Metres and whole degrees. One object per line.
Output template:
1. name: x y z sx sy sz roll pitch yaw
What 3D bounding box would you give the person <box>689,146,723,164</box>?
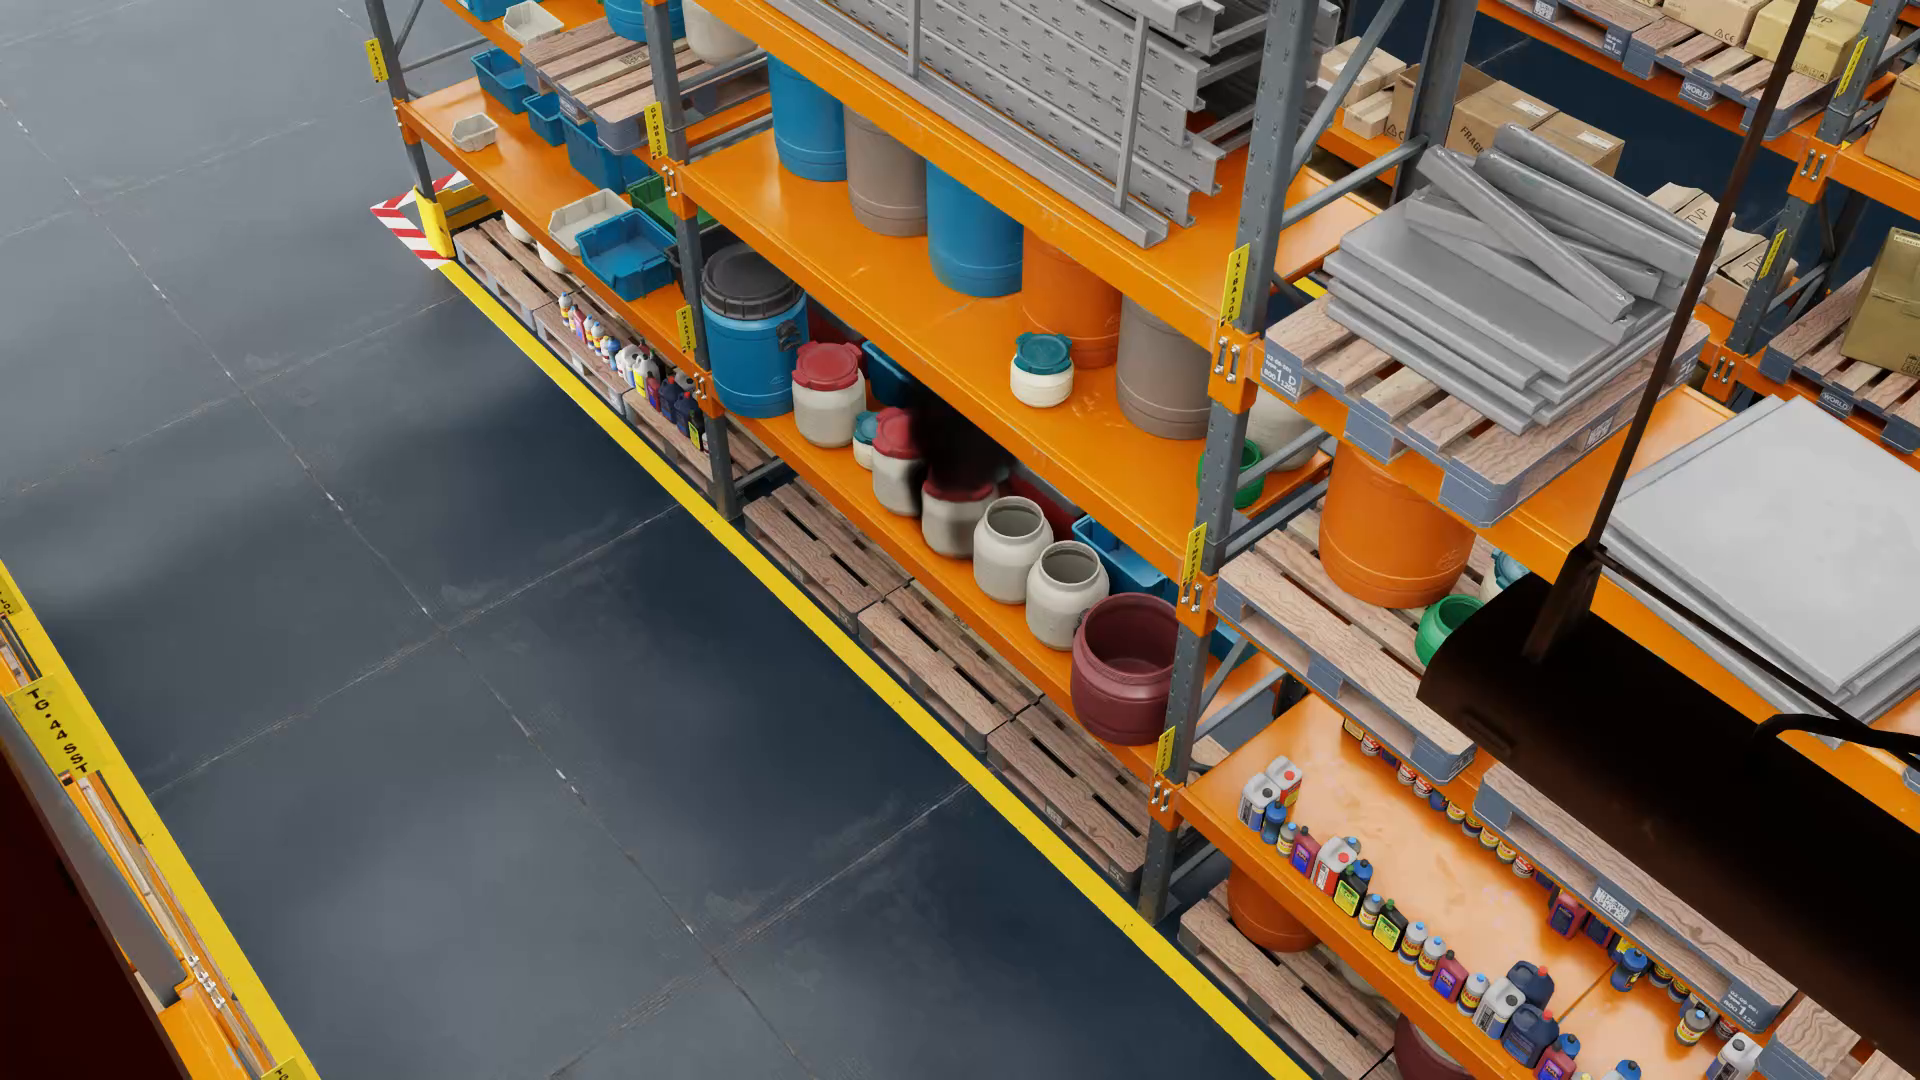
1. person: -1.958 -3.265 12.982 0.624 1.640 0.573 27 52 23
